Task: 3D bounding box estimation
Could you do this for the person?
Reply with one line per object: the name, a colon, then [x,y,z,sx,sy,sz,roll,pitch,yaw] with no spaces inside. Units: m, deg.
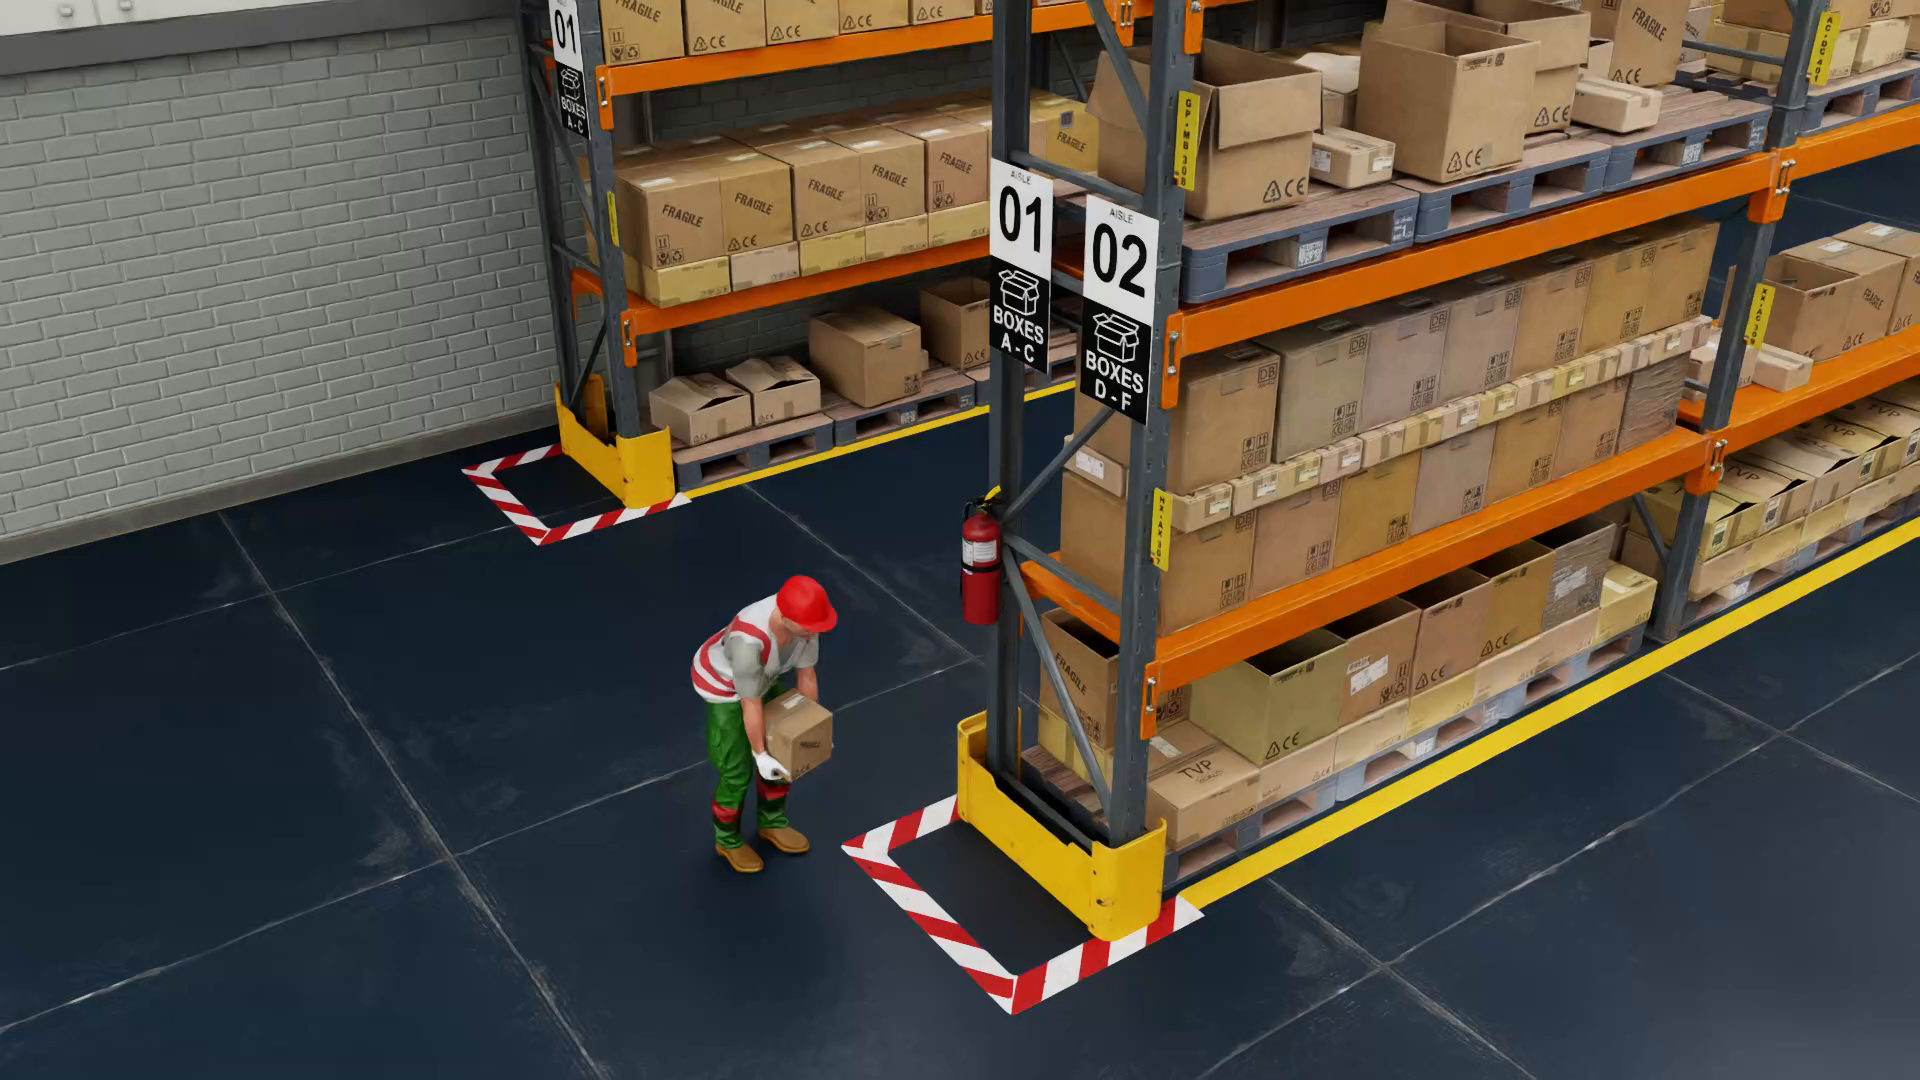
person: [-0.825,0.784,7.340,0.773,1.600,0.472,23,36,36]
